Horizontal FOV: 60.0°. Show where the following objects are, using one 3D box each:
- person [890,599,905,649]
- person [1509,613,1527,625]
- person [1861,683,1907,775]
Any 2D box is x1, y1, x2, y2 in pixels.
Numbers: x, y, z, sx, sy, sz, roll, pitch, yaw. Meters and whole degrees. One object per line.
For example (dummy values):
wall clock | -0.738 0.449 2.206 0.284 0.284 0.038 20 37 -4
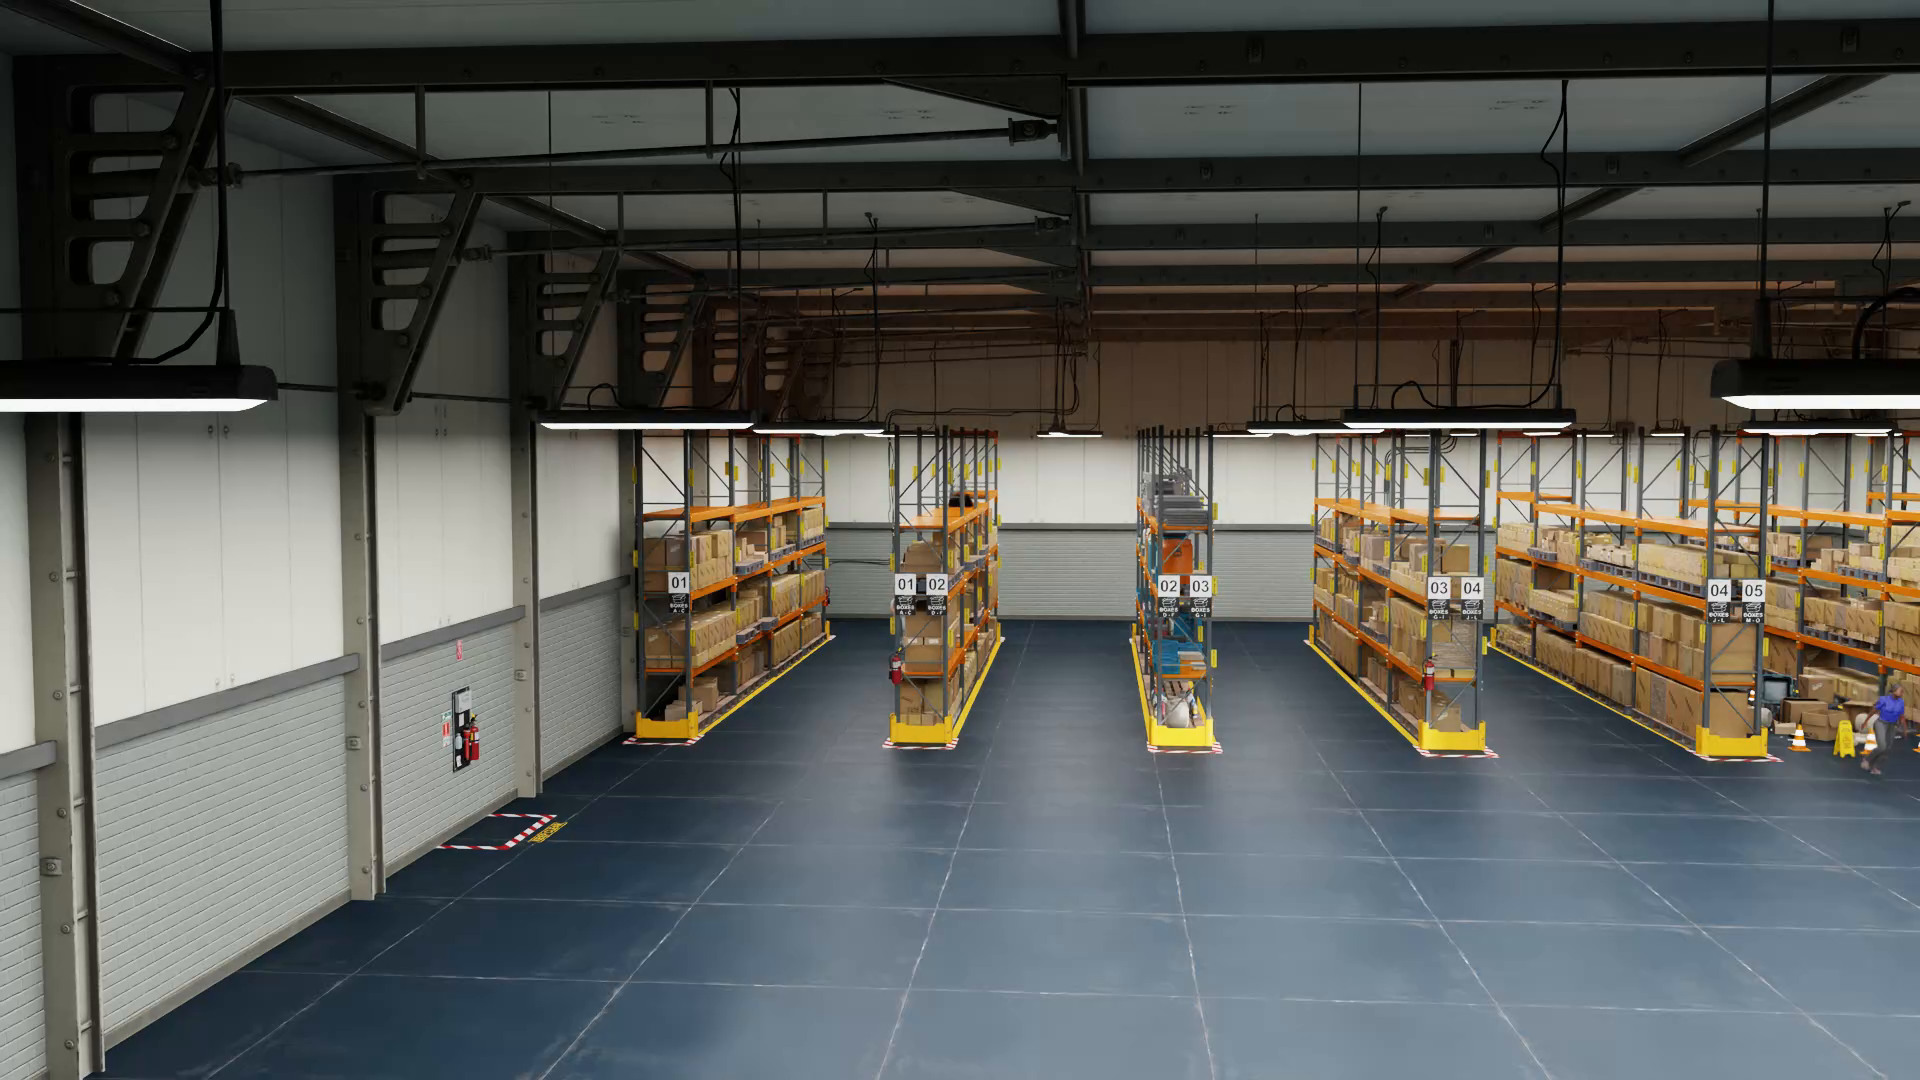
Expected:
person | -1.653 2.147 45.930 0.575 1.641 0.952 0 3 -4
person | 15.957 2.050 47.298 0.784 1.743 0.589 0 3 -7
person | 15.779 3.221 28.388 0.599 1.611 0.554 -1 4 -14
